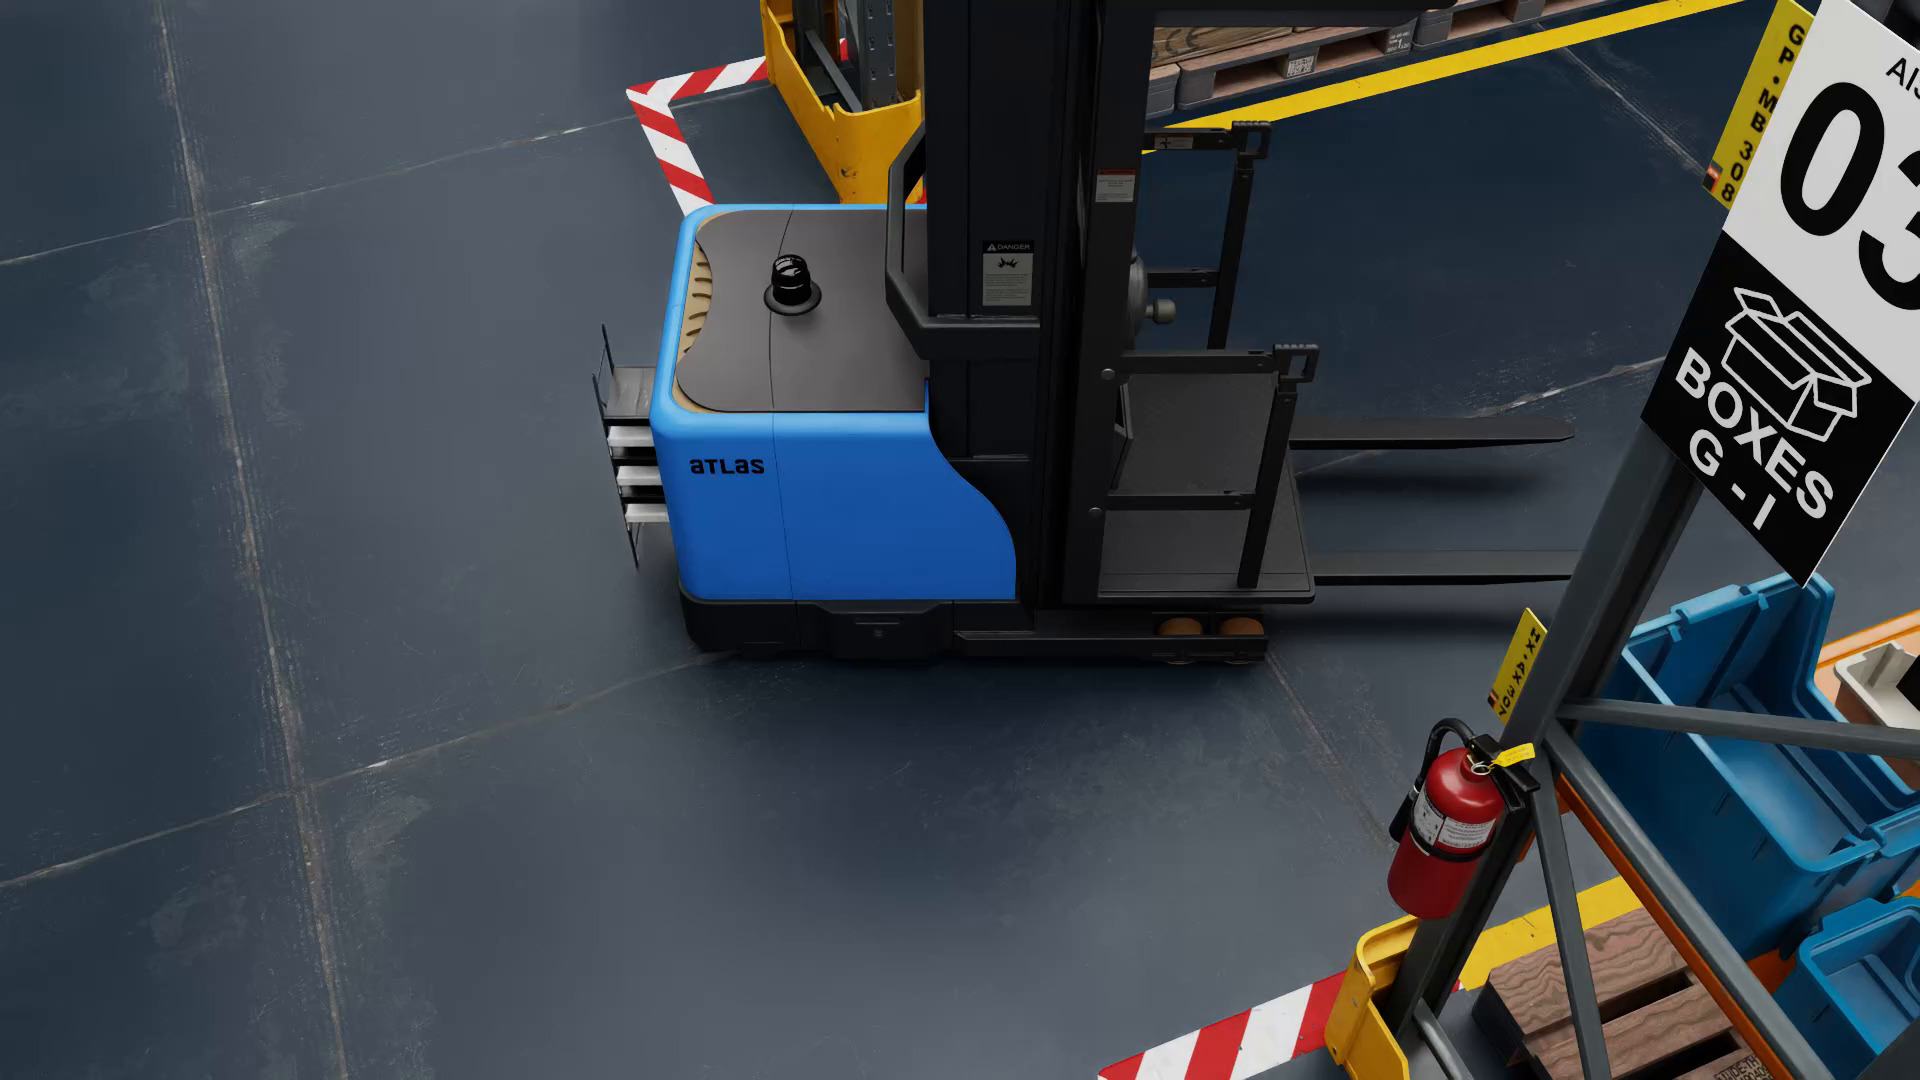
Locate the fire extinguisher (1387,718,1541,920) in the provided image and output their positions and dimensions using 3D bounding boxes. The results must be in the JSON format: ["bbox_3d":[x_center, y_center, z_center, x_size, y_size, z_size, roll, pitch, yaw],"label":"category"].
[{"bbox_3d":[1.067,0.581,3.570,0.183,0.674,0.296,-17,52,-14],"label":"fire extinguisher"}]

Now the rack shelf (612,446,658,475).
[{"bbox_3d":[-1.001,-0.326,5.362,0.200,0.077,0.258,0,49,0],"label":"rack shelf"}]

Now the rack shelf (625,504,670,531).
[{"bbox_3d":[-1.001,-0.150,5.567,0.200,0.077,0.258,0,49,0],"label":"rack shelf"}]

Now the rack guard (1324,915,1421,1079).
[{"bbox_3d":[1.361,1.541,4.097,0.348,0.500,1.175,-17,52,-14],"label":"rack guard"}]

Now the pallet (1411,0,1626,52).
[{"bbox_3d":[2.475,-2.844,8.053,1.213,0.211,1.003,-17,52,-14],"label":"pallet"}]

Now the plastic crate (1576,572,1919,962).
[{"bbox_3d":[1.618,0.452,3.322,0.499,0.435,0.616,-17,52,-14],"label":"plastic crate"}]

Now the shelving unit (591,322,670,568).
[{"bbox_3d":[-1.001,-0.289,5.405,0.210,0.900,0.258,0,49,0],"label":"shelving unit"}]

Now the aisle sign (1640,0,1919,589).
[{"bbox_3d":[1.201,-0.322,2.335,0.004,0.787,0.394,-17,52,-14],"label":"aisle sign"}]

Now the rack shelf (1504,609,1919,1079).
[{"bbox_3d":[3.230,0.371,3.928,4.000,0.370,1.077,-17,52,-14],"label":"rack shelf"}]

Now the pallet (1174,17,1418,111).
[{"bbox_3d":[1.344,-2.491,7.750,1.213,0.211,1.003,-17,52,-14],"label":"pallet"}]

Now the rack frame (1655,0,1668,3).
[{"bbox_3d":[3.209,-3.916,7.135,0.127,3.000,1.000,-17,52,-14],"label":"rack frame"}]

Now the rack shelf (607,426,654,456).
[{"bbox_3d":[-1.001,-0.385,5.294,0.200,0.077,0.258,0,49,0],"label":"rack shelf"}]

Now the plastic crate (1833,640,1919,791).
[{"bbox_3d":[2.065,0.416,3.550,0.243,0.136,0.396,-17,52,-14],"label":"plastic crate"}]

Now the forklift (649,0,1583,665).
[{"bbox_3d":[0.622,-0.957,4.640,3.031,2.935,1.130,0,49,0],"label":"forklift"}]

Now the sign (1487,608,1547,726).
[{"bbox_3d":[1.156,0.276,3.429,0.005,0.325,0.100,-17,52,-14],"label":"sign"}]

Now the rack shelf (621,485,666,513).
[{"bbox_3d":[-1.001,-0.209,5.499,0.200,0.077,0.258,0,49,0],"label":"rack shelf"}]

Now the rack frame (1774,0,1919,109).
[{"bbox_3d":[1.379,-1.244,0.887,0.127,3.000,1.000,-17,52,-14],"label":"rack frame"}]

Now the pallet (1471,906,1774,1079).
[{"bbox_3d":[2.157,1.410,4.400,1.213,0.211,1.003,-17,52,-14],"label":"pallet"}]

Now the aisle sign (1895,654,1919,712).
[{"bbox_3d":[1.424,0.093,1.980,0.004,0.787,0.394,-17,52,-14],"label":"aisle sign"}]

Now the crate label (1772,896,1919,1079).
[{"bbox_3d":[1.732,0.906,3.066,0.303,0.233,0.416,-17,52,-14],"label":"crate label"}]

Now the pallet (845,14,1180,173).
[{"bbox_3d":[0.216,-2.144,7.452,1.213,0.211,1.003,-17,52,-14],"label":"pallet"}]

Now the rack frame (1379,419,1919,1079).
[{"bbox_3d":[1.379,0.710,3.163,0.127,3.000,1.000,-17,52,-14],"label":"rack frame"}]

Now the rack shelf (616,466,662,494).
[{"bbox_3d":[-1.001,-0.267,5.430,0.200,0.077,0.258,0,49,0],"label":"rack shelf"}]

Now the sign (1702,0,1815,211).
[{"bbox_3d":[1.156,-0.614,2.392,0.005,0.325,0.100,-17,52,-14],"label":"sign"}]

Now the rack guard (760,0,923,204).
[{"bbox_3d":[-0.516,-1.947,7.092,0.348,0.500,1.175,-17,52,-14],"label":"rack guard"}]

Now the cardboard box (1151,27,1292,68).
[{"bbox_3d":[0.910,-2.714,7.227,0.875,0.875,0.875,-17,52,-14],"label":"cardboard box"}]

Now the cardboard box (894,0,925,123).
[{"bbox_3d":[0.068,-2.453,7.003,0.875,0.875,0.875,-17,52,-14],"label":"cardboard box"}]

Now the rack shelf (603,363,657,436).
[{"bbox_3d":[-1.001,-0.443,5.225,0.200,0.077,0.258,0,49,0],"label":"rack shelf"}]

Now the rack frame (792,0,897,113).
[{"bbox_3d":[-0.494,-2.768,6.150,0.127,3.000,1.000,-17,52,-14],"label":"rack frame"}]

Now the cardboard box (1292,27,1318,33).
[{"bbox_3d":[1.734,-2.969,7.446,0.875,0.875,0.875,-17,52,-14],"label":"cardboard box"}]

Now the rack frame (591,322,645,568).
[{"bbox_3d":[-1.103,-0.289,5.405,0.006,0.900,0.240,0,49,0],"label":"rack frame"}]
